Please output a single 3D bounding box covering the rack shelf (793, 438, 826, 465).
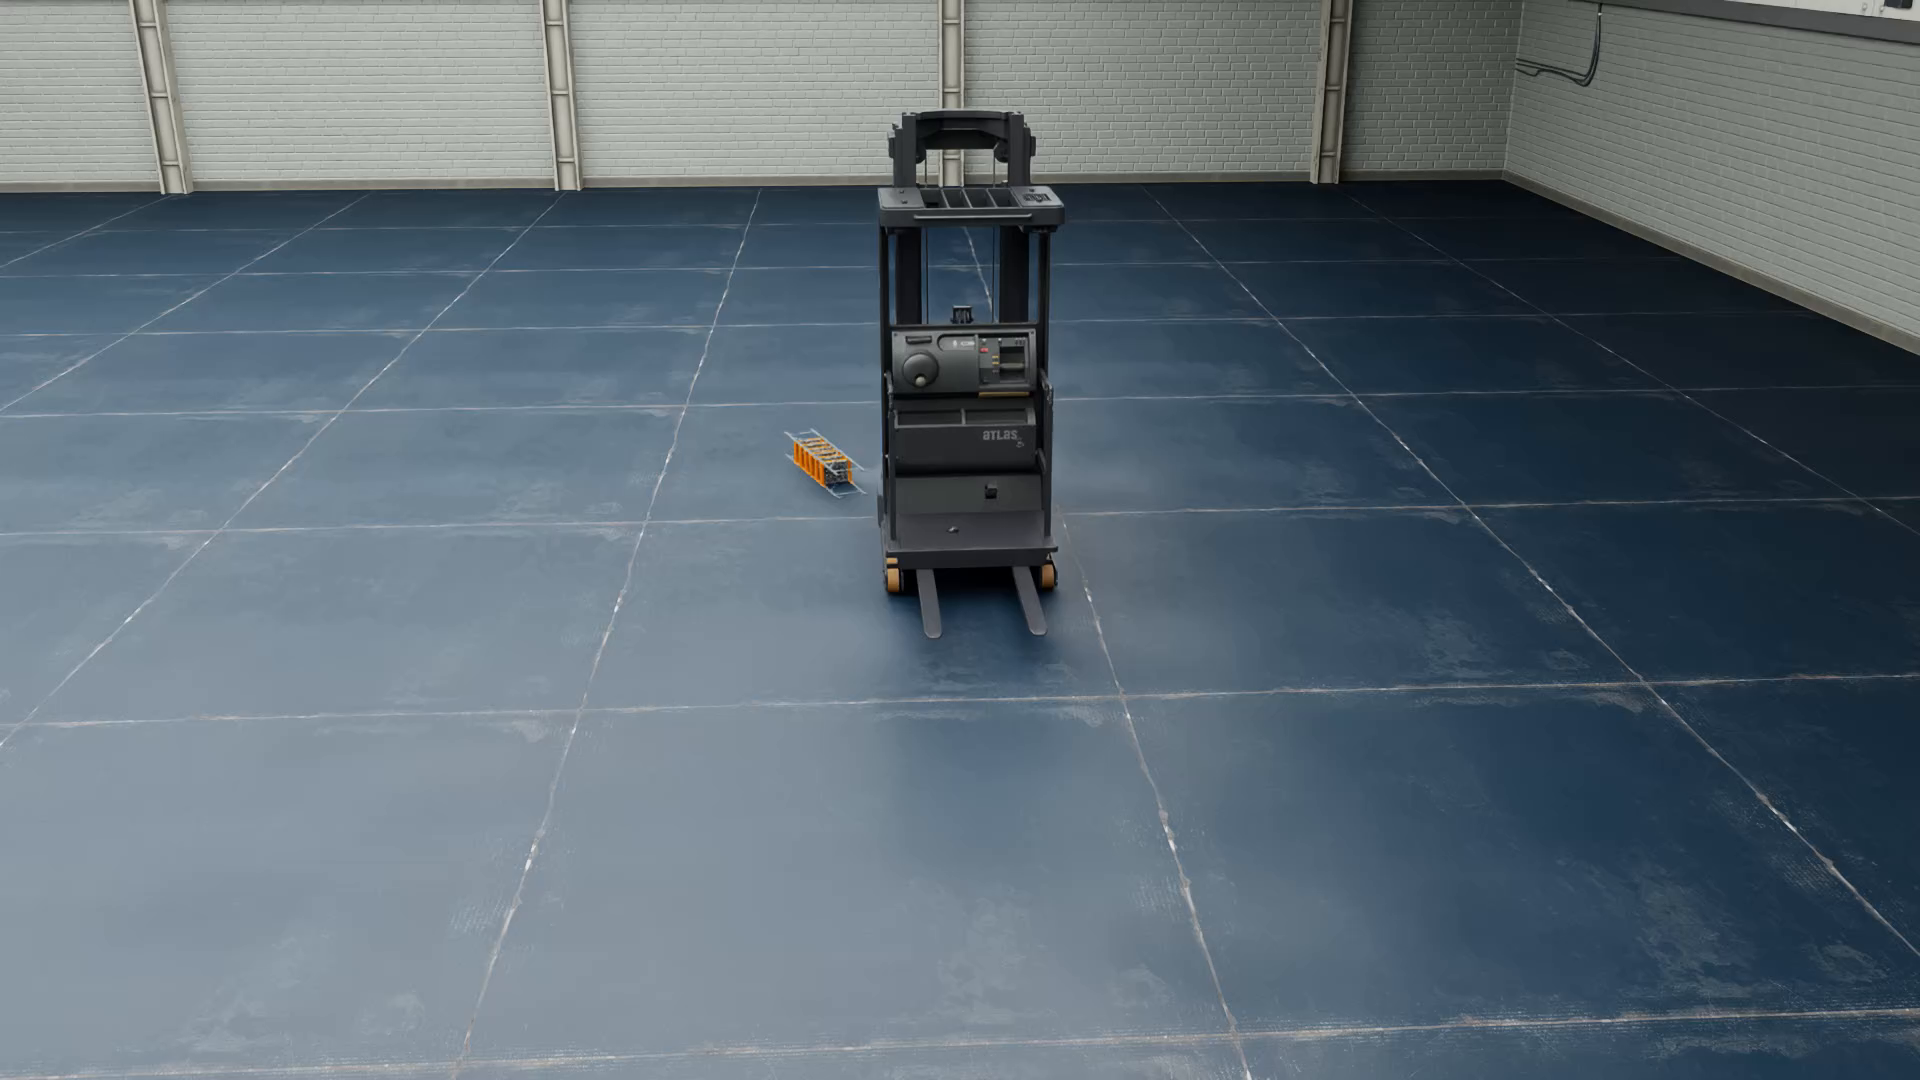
[{"bbox_3d":[-1.188,-0.708,13.209,0.258,0.180,0.103,-9,22,-23],"label":"rack shelf"}]

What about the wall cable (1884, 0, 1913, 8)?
[{"bbox_3d":[9.394,-7.766,14.592,0.169,6.003,2.305,-1,21,-3],"label":"wall cable"}]

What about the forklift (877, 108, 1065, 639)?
[{"bbox_3d":[0.046,-1.146,10.512,1.130,2.935,3.031,-2,21,-4],"label":"forklift"}]

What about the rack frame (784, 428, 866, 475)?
[{"bbox_3d":[-1.059,-0.693,12.907,0.240,0.006,1.200,-9,22,-23],"label":"rack frame"}]

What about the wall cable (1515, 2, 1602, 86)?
[{"bbox_3d":[8.868,-8.098,24.608,0.112,2.526,3.097,-1,21,-3],"label":"wall cable"}]

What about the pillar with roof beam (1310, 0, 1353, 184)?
[{"bbox_3d":[6.097,-8.430,21.116,0.400,9.000,9.100,-1,21,-3],"label":"pillar with roof beam"}]

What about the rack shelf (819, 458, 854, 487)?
[{"bbox_3d":[-0.942,-0.516,12.697,0.258,0.180,0.103,-9,22,-23],"label":"rack shelf"}]

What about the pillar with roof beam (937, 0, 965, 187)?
[{"bbox_3d":[0.107,-8.308,20.796,0.400,9.000,9.100,-1,21,-3],"label":"pillar with roof beam"}]

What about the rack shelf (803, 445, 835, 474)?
[{"bbox_3d":[-1.090,-0.631,13.004,0.258,0.180,0.103,-9,22,-23],"label":"rack shelf"}]

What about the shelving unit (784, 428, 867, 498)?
[{"bbox_3d":[-1.059,-0.607,12.940,0.258,0.189,1.200,-9,22,-23],"label":"shelving unit"}]

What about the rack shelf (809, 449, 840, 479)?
[{"bbox_3d":[-1.041,-0.593,12.902,0.258,0.180,0.103,-9,22,-23],"label":"rack shelf"}]

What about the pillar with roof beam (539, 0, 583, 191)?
[{"bbox_3d":[-5.884,-8.186,20.476,0.400,9.000,9.100,-1,21,-3],"label":"pillar with roof beam"}]

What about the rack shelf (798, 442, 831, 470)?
[{"bbox_3d":[-1.139,-0.669,13.107,0.258,0.180,0.103,-9,22,-23],"label":"rack shelf"}]

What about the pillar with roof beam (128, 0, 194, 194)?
[{"bbox_3d":[-11.874,-8.064,20.155,0.400,9.000,9.100,-1,21,-3],"label":"pillar with roof beam"}]

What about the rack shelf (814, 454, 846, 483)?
[{"bbox_3d":[-0.991,-0.554,12.799,0.258,0.180,0.103,-9,22,-23],"label":"rack shelf"}]

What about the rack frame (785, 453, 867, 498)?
[{"bbox_3d":[-1.059,-0.521,12.972,0.240,0.006,1.200,-9,22,-23],"label":"rack frame"}]
